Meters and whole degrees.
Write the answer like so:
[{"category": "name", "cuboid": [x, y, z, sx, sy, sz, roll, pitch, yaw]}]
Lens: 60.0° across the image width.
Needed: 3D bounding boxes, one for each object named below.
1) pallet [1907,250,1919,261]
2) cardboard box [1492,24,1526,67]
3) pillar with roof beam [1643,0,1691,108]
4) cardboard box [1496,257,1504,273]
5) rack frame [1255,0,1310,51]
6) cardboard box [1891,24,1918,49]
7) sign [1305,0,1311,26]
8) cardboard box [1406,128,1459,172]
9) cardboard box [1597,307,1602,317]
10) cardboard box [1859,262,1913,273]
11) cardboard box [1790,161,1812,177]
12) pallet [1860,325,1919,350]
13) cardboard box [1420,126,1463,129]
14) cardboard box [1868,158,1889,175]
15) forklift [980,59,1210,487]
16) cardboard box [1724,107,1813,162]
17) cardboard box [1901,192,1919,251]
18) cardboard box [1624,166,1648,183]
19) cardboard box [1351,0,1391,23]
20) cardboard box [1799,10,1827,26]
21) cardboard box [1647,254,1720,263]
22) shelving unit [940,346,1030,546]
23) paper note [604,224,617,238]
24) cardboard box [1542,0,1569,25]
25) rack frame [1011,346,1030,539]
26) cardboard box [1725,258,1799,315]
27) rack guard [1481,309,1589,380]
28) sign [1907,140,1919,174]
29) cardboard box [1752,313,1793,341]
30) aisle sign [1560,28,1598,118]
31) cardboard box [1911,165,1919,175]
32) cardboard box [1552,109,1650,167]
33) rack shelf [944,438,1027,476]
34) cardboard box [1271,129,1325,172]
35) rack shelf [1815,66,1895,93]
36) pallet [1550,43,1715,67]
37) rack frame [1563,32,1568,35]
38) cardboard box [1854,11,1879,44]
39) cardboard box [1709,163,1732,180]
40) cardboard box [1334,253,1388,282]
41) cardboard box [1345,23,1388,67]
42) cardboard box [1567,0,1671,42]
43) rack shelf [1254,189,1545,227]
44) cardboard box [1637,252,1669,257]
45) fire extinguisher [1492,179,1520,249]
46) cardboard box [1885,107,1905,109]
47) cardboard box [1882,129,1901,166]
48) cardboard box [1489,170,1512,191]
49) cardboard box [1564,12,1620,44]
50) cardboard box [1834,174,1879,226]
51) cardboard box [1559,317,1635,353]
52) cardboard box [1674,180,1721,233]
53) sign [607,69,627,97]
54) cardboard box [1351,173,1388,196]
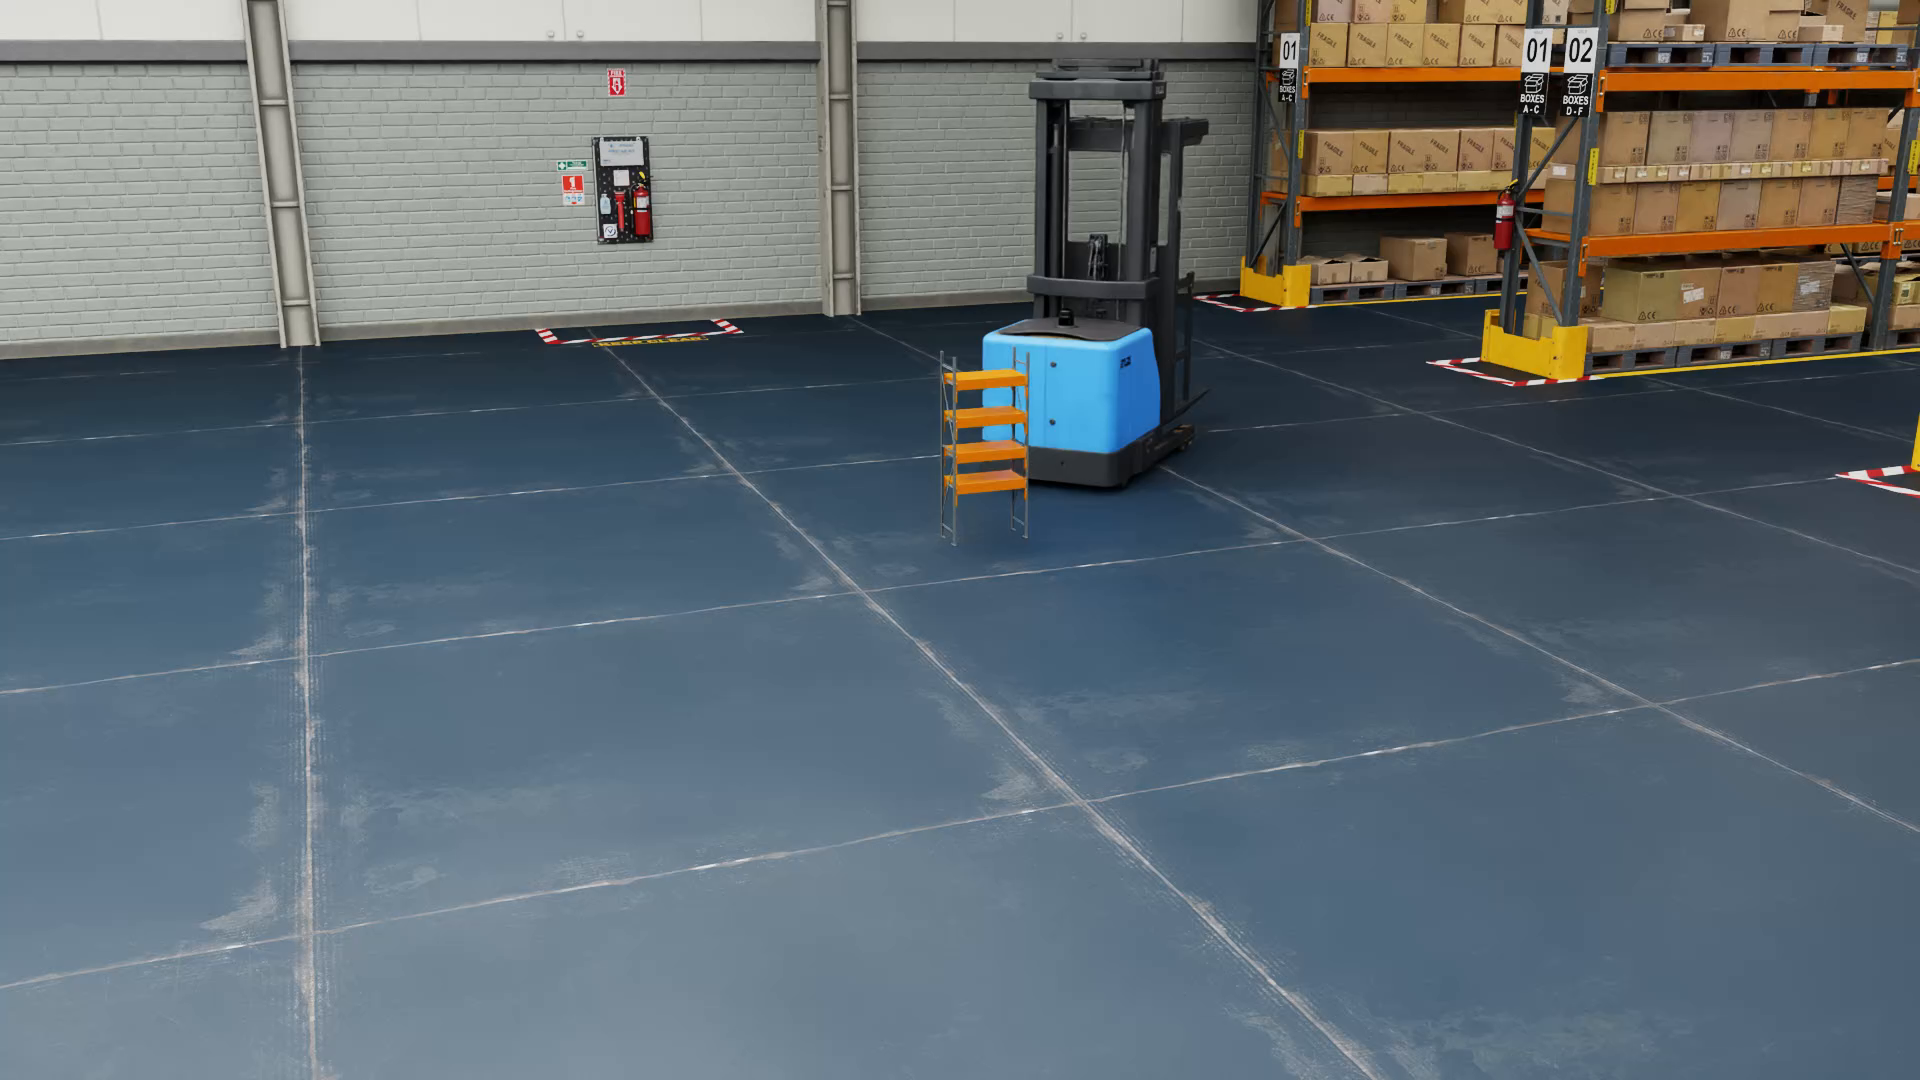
[{"category": "pallet", "cuboid": [14.365, -4.205, 24.543, 1.213, 0.211, 1.003, -6, 17, -20]}, {"category": "cardboard box", "cuboid": [6.729, -6.167, 20.739, 0.500, 0.500, 0.500, -8, 18, -25]}, {"category": "pillar with roof beam", "cuboid": [11.341, -7.080, 18.735, 0.400, 9.000, 9.100, -6, 17, -20]}, {"category": "cardboard box", "cuboid": [7.100, -3.624, 21.863, 0.250, 0.166, 0.380, -9, 18, -27]}, {"category": "rack frame", "cuboid": [3.853, -7.309, 19.517, 0.127, 3.000, 1.000, -6, 17, -20]}, {"category": "cardboard box", "cuboid": [9.943, -5.159, 17.041, 0.500, 0.250, 0.500, -4, 17, -14]}, {"category": "sign", "cuboid": [4.048, -6.147, 19.331, 0.005, 0.325, 0.100, -6, 17, -20]}, {"category": "cardboard box", "cuboid": [5.834, -4.850, 20.690, 0.500, 0.500, 0.500, -6, 17, -18]}, {"category": "cardboard box", "cuboid": [6.487, -2.195, 16.885, 0.500, 0.250, 0.500, -6, 17, -20]}, {"category": "cardboard box", "cuboid": [10.124, -2.853, 18.128, 0.500, 0.311, 0.500, -6, 17, -19]}, {"category": "cardboard box", "cuboid": [8.236, -3.704, 16.560, 0.250, 0.149, 0.380, -6, 17, -20]}, {"category": "pallet", "cuboid": [10.039, -2.278, 17.980, 1.213, 0.211, 1.003, -6, 17, -20]}, {"category": "cardboard box", "cuboid": [6.123, -5.039, 21.334, 0.500, 0.500, 0.500, -6, 17, -19]}, {"category": "cardboard box", "cuboid": [9.187, -3.806, 16.908, 0.250, 0.149, 0.380, -6, 17, -20]}, {"category": "forklift", "cuboid": [1.214, -2.148, 12.709, 1.130, 2.935, 3.031, 7, 18, 23]}, {"category": "cardboard box", "cuboid": [8.013, -4.053, 16.598, 0.500, 0.500, 0.700, -6, 17, -20]}, {"category": "cardboard box", "cuboid": [13.669, -4.620, 24.079, 0.750, 0.750, 0.750, -6, 17, -18]}, {"category": "cardboard box", "cuboid": [6.318, -3.497, 15.855, 0.250, 0.149, 0.380, -7, 18, -22]}, {"category": "cardboard box", "cuboid": [4.786, -6.419, 19.824, 0.500, 0.500, 0.500, -6, 18, -21]}, {"category": "cardboard box", "cuboid": [8.296, -5.160, 16.688, 0.500, 0.311, 0.500, -7, 18, -23]}, {"category": "cardboard box", "cuboid": [7.420, -2.657, 17.126, 0.500, 0.500, 0.500, -6, 17, -20]}, {"category": "shelving unit", "cuboid": [0.155, -0.592, 10.486, 0.503, 1.200, 0.258, -6, 17, -20]}, {"category": "paper note", "cuboid": [-3.917, -3.462, 18.629, 0.142, 0.148, 0.016, -6, 17, -20]}, {"category": "cardboard box", "cuboid": [7.218, -6.689, 20.740, 0.500, 0.500, 0.500, -8, 18, -25]}, {"category": "rack frame", "cuboid": [0.382, -0.617, 10.570, 0.015, 1.200, 0.240, -6, 17, -20]}, {"category": "cardboard box", "cuboid": [8.073, -2.570, 16.830, 0.500, 0.500, 0.500, -6, 17, -20]}, {"category": "rack guard", "cuboid": [5.607, -1.926, 16.269, 0.348, 0.500, 1.175, -6, 17, -20]}, {"category": "sign", "cuboid": [9.565, -3.839, 16.669, 0.005, 0.325, 0.100, -6, 17, -20]}, {"category": "cardboard box", "cuboid": [8.078, -2.207, 16.924, 0.500, 0.250, 0.500, -6, 17, -20]}, {"category": "aisle sign", "cuboid": [5.678, -4.288, 15.262, 0.004, 0.787, 0.394, -6, 17, -20]}, {"category": "cardboard box", "cuboid": [13.390, -5.281, 23.668, 0.250, 0.149, 0.380, -6, 17, -18]}, {"category": "cardboard box", "cuboid": [6.119, -3.847, 15.896, 0.500, 0.500, 0.700, -6, 17, -20]}, {"category": "rack shelf", "cuboid": [0.155, -0.528, 10.505, 0.480, 0.148, 0.258, -6, 17, -20]}, {"category": "cardboard box", "cuboid": [4.217, -4.832, 20.627, 0.500, 0.500, 0.500, -6, 18, -21]}, {"category": "rack shelf", "cuboid": [13.191, -6.533, 23.475, 4.000, 0.370, 1.077, -6, 17, -20]}, {"category": "pallet", "cuboid": [6.299, -4.589, 15.735, 1.213, 0.211, 1.003, -6, 17, -20]}, {"category": "rack frame", "cuboid": [7.588, -7.712, 20.891, 0.127, 3.000, 1.000, -6, 17, -20]}, {"category": "cardboard box", "cuboid": [12.232, -7.067, 23.057, 0.500, 0.500, 0.700, -7, 18, -23]}, {"category": "cardboard box", "cuboid": [7.275, -3.600, 16.206, 0.250, 0.149, 0.380, -6, 18, -21]}, {"category": "cardboard box", "cuboid": [5.064, -3.455, 21.032, 0.500, 0.311, 0.500, -5, 17, -15]}, {"category": "cardboard box", "cuboid": [4.769, -5.940, 19.966, 0.500, 0.500, 0.500, -5, 17, -16]}, {"category": "cardboard box", "cuboid": [6.167, -4.942, 15.603, 0.637, 0.503, 0.797, -5, 17, -16]}, {"category": "rack shelf", "cuboid": [5.721, -4.287, 21.151, 4.000, 0.370, 1.077, -6, 17, -20]}, {"category": "cardboard box", "cuboid": [9.225, -4.030, 22.655, 0.500, 0.500, 0.700, -6, 17, -19]}, {"category": "fire extinguisher", "cuboid": [5.353, -3.201, 16.312, 0.183, 0.674, 0.296, -6, 17, -20]}, {"category": "cardboard box", "cuboid": [13.584, -6.116, 24.031, 0.500, 0.250, 0.500, -7, 18, -22]}, {"category": "cardboard box", "cuboid": [12.825, -5.519, 23.329, 0.500, 0.500, 0.500, -6, 17, -20]}, {"category": "cardboard box", "cuboid": [6.786, -4.596, 21.156, 0.500, 0.250, 0.500, -6, 17, -20]}, {"category": "cardboard box", "cuboid": [8.128, -6.557, 21.356, 0.500, 0.500, 0.500, -4, 17, -12]}, {"category": "cardboard box", "cuboid": [8.952, -3.533, 17.127, 0.500, 0.500, 0.700, -7, 18, -22]}, {"category": "cardboard box", "cuboid": [6.210, -2.005, 16.239, 0.500, 0.250, 0.500, -6, 17, -20]}, {"category": "cardboard box", "cuboid": [7.024, -3.322, 16.410, 0.500, 0.500, 0.700, -6, 17, -20]}, {"category": "sign", "cuboid": [-3.770, -5.022, 18.264, 0.199, 0.298, 0.001, -6, 17, -20]}, {"category": "cardboard box", "cuboid": [4.902, -4.390, 20.455, 0.500, 0.250, 0.500, -7, 18, -22]}]
